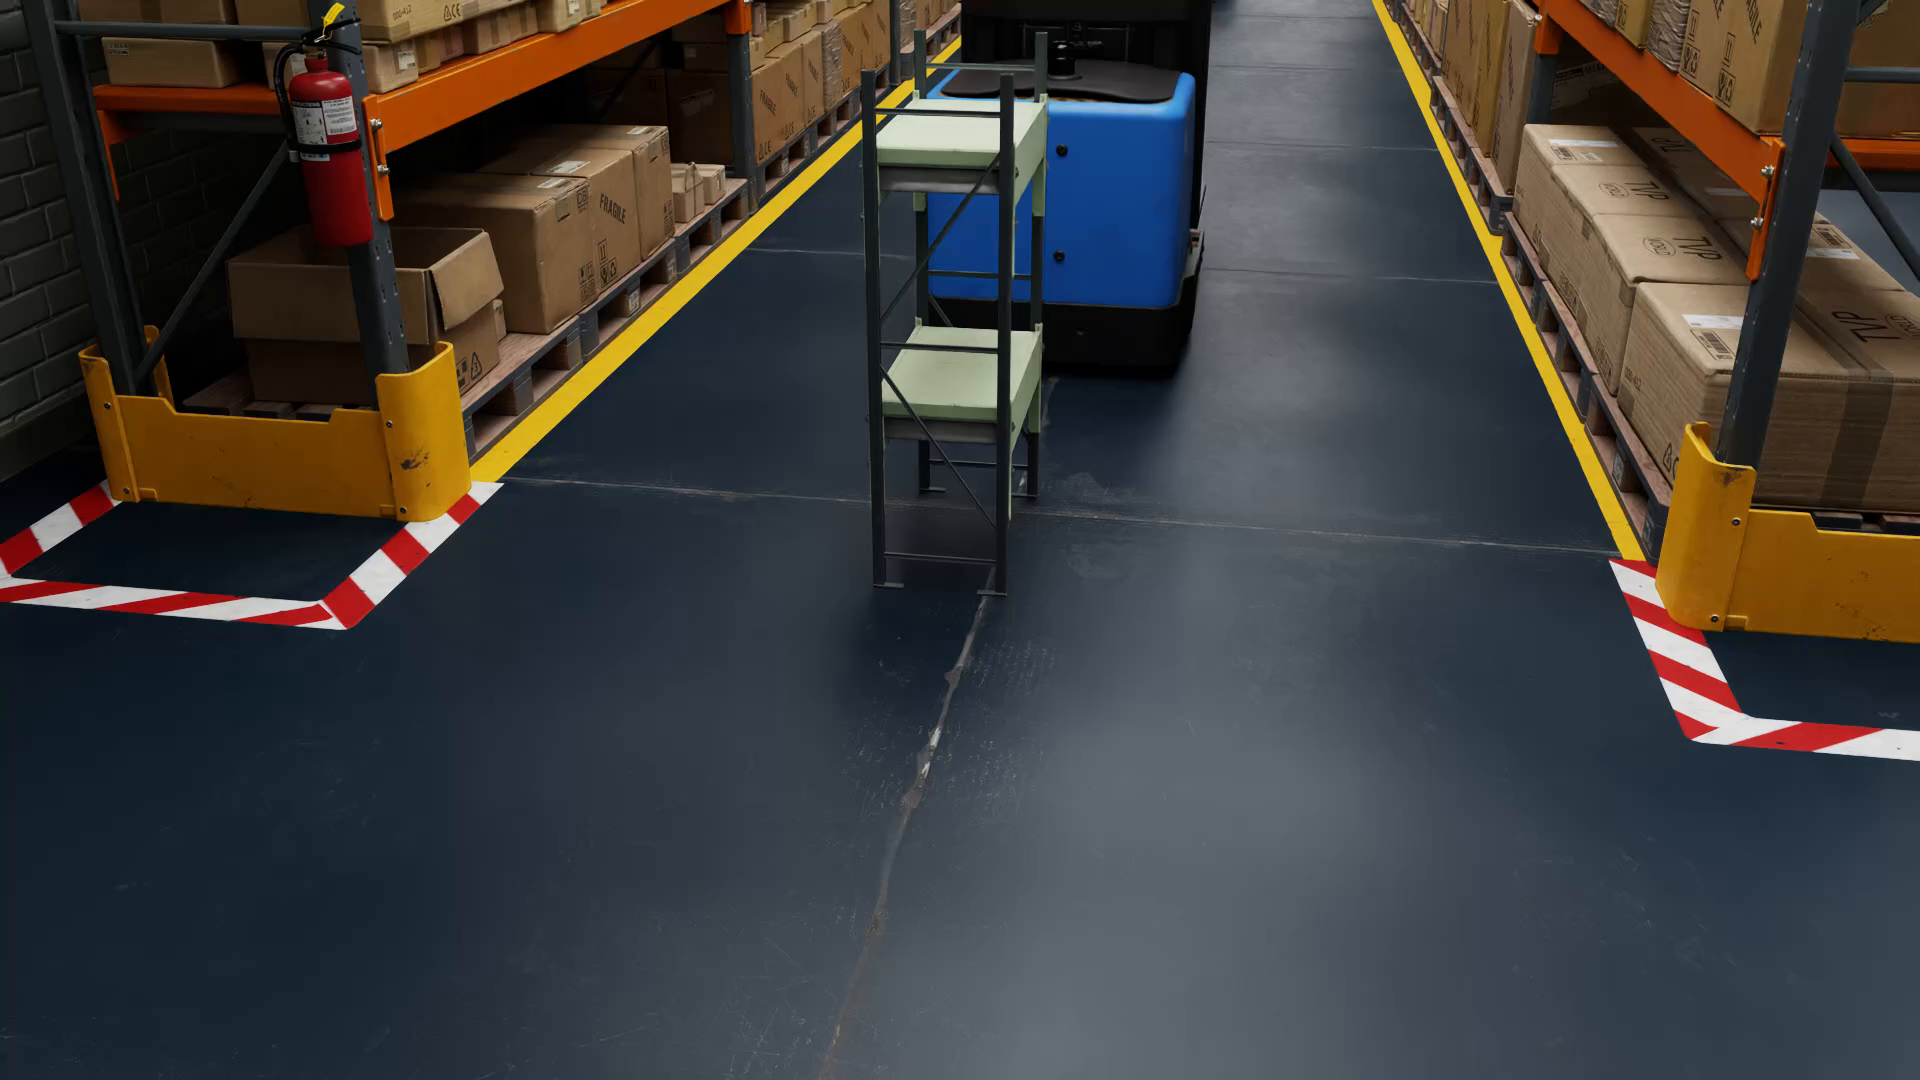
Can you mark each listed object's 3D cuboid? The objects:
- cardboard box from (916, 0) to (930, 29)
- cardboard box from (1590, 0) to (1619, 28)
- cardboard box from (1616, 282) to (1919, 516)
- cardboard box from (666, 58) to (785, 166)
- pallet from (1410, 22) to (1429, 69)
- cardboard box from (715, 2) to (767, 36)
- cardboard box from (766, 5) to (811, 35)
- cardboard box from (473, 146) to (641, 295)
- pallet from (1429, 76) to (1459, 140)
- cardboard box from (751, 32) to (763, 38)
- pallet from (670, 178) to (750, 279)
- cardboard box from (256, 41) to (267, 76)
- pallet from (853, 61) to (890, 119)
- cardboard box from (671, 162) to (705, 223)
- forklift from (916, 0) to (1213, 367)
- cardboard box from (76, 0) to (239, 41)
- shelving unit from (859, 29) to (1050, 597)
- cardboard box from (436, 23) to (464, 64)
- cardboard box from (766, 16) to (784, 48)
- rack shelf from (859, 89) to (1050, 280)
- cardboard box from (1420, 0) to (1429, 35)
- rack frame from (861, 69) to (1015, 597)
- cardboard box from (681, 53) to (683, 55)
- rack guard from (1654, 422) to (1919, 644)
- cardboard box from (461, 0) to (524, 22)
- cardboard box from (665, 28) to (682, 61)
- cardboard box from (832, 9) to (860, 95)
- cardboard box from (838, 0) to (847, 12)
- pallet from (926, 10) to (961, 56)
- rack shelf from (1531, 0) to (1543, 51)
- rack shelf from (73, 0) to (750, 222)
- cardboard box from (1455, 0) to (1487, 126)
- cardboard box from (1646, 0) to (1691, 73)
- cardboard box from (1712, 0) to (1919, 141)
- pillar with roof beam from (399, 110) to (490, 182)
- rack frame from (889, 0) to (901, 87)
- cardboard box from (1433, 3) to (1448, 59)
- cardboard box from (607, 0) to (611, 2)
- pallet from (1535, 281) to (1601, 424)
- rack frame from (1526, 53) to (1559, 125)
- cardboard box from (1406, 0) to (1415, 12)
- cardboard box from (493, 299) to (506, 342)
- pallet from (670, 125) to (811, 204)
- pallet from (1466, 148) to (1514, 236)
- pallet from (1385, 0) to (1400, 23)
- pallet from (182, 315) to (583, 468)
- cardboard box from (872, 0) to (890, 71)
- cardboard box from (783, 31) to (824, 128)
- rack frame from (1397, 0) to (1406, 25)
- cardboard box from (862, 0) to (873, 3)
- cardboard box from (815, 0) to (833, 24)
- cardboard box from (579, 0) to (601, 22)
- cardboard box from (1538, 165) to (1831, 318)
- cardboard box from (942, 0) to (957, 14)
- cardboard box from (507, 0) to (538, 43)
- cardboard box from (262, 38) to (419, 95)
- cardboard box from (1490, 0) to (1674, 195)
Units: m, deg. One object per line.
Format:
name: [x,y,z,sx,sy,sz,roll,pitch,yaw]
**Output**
cardboard box: [-0.738,-4.486,13.601,0.875,0.625,0.625,5,26,10]
cardboard box: [2.783,-2.272,6.447,0.500,0.500,0.500,4,25,9]
cardboard box: [2.647,-0.462,5.226,0.875,0.438,0.875,3,25,7]
cardboard box: [-1.305,-2.409,9.312,0.500,0.500,0.500,5,26,11]
pallet: [4.276,-4.068,13.691,1.003,0.211,1.213,4,25,9]
cardboard box: [-1.290,-2.895,9.233,0.380,0.149,0.250,3,25,6]
cardboard box: [-1.133,-3.198,10.233,0.380,0.149,0.250,5,26,10]
cardboard box: [-1.703,-1.368,7.087,0.500,0.500,0.500,4,25,9]
pallet: [3.742,-2.908,11.213,1.003,0.211,1.213,4,25,9]
cardboard box: [-1.316,-2.769,9.316,0.380,0.149,0.250,3,25,7]
pallet: [-1.719,-1.614,8.450,1.003,0.211,1.213,4,25,9]
cardboard box: [-2.368,-1.637,5.505,0.380,0.149,0.250,5,26,10]
pallet: [-1.111,-3.265,11.976,1.003,0.211,1.213,4,25,9]
cardboard box: [-1.465,-1.714,8.103,0.396,0.266,0.258,5,26,10]
forklift: [0.590,-2.604,7.356,1.130,2.935,3.031,4,25,9]
cardboard box: [-2.446,-1.769,5.317,0.500,0.250,0.500,5,26,10]
shelving unit: [0.001,-0.682,4.938,0.431,1.500,0.755,4,25,9]
cardboard box: [-1.931,-1.718,5.679,0.380,0.149,0.250,4,25,8]
cardboard box: [-1.254,-2.993,9.794,0.380,0.149,0.250,4,25,8]
rack shelf: [0.001,-1.036,4.773,0.431,0.370,0.720,4,25,9]
cardboard box: [4.290,-4.357,13.624,0.950,0.372,0.625,5,26,10]
rack frame: [-0.059,-0.529,4.611,0.400,1.500,0.023,4,25,9]
cardboard box: [-1.728,-2.655,9.838,0.500,0.500,0.500,3,25,6]
rack guard: [2.634,-0.007,4.676,1.175,0.500,0.348,4,25,9]
cardboard box: [-1.837,-1.940,5.683,0.500,0.250,0.500,4,25,9]
cardboard box: [-1.792,-2.801,9.383,0.380,0.149,0.250,4,25,9]
cardboard box: [-0.984,-3.276,11.164,0.500,0.500,0.500,5,26,11]
cardboard box: [-0.971,-3.635,11.165,0.380,0.149,0.250,5,26,10]
pallet: [-0.577,-4.425,14.454,1.003,0.211,1.213,4,25,9]
rack shelf: [3.619,-3.333,9.681,1.077,0.370,4.000,4,25,9]
rack shelf: [-1.933,-2.002,6.838,1.077,0.370,4.000,4,25,9]
cardboard box: [3.601,-3.067,10.275,0.875,0.875,0.875,4,25,9]
cardboard box: [2.627,-1.839,5.523,0.500,0.500,0.500,5,26,10]
cardboard box: [2.456,-1.415,4.616,0.500,0.500,0.500,4,25,9]
pillar with roof beam: [1.638,-5.355,6.075,9.100,9.000,0.400,4,25,9]
rack frame: [-0.952,-4.838,12.047,1.000,3.000,0.127,4,25,9]
cardboard box: [4.048,-3.731,12.287,0.950,0.372,0.625,2,25,5]
cardboard box: [-1.685,-2.362,7.055,0.380,0.149,0.250,4,25,9]
pallet: [2.893,-0.735,6.571,1.003,0.211,1.213,4,25,9]
rack frame: [3.292,-2.822,7.741,1.000,3.000,0.127,4,25,9]
cardboard box: [4.516,-4.949,14.888,0.950,0.372,0.625,4,25,9]
cardboard box: [-1.958,-0.815,6.320,0.380,0.149,0.250,3,25,6]
pallet: [-1.510,-2.244,9.796,1.003,0.211,1.213,4,25,9]
pallet: [3.344,-1.887,9.033,1.003,0.211,1.213,4,25,9]
pallet: [4.674,-5.189,16.086,1.003,0.211,1.213,4,25,9]
pallet: [-2.118,-0.594,6.270,1.003,0.211,1.213,4,25,9]
cardboard box: [-0.809,-3.704,12.078,0.500,0.500,0.500,5,26,10]
cardboard box: [-1.142,-2.841,10.235,0.500,0.500,0.500,3,25,7]
rack frame: [4.599,-6.168,14.889,1.000,3.000,0.127,4,25,9]
cardboard box: [-0.797,-3.849,11.623,0.380,0.149,0.250,3,25,6]
cardboard box: [-1.027,-3.413,10.690,0.380,0.149,0.250,3,25,6]
cardboard box: [-1.653,-2.143,6.587,0.380,0.149,0.250,5,25,10]
cardboard box: [2.938,-1.222,6.850,0.875,0.438,0.875,3,25,7]
cardboard box: [-0.507,-5.082,14.875,0.875,0.625,0.625,4,25,8]
cardboard box: [-1.791,-1.931,6.134,0.380,0.149,0.250,4,25,9]
cardboard box: [-1.935,-1.496,5.205,0.380,0.149,0.250,4,25,8]
cardboard box: [3.314,-2.315,8.668,0.875,0.875,0.875,5,26,10]
